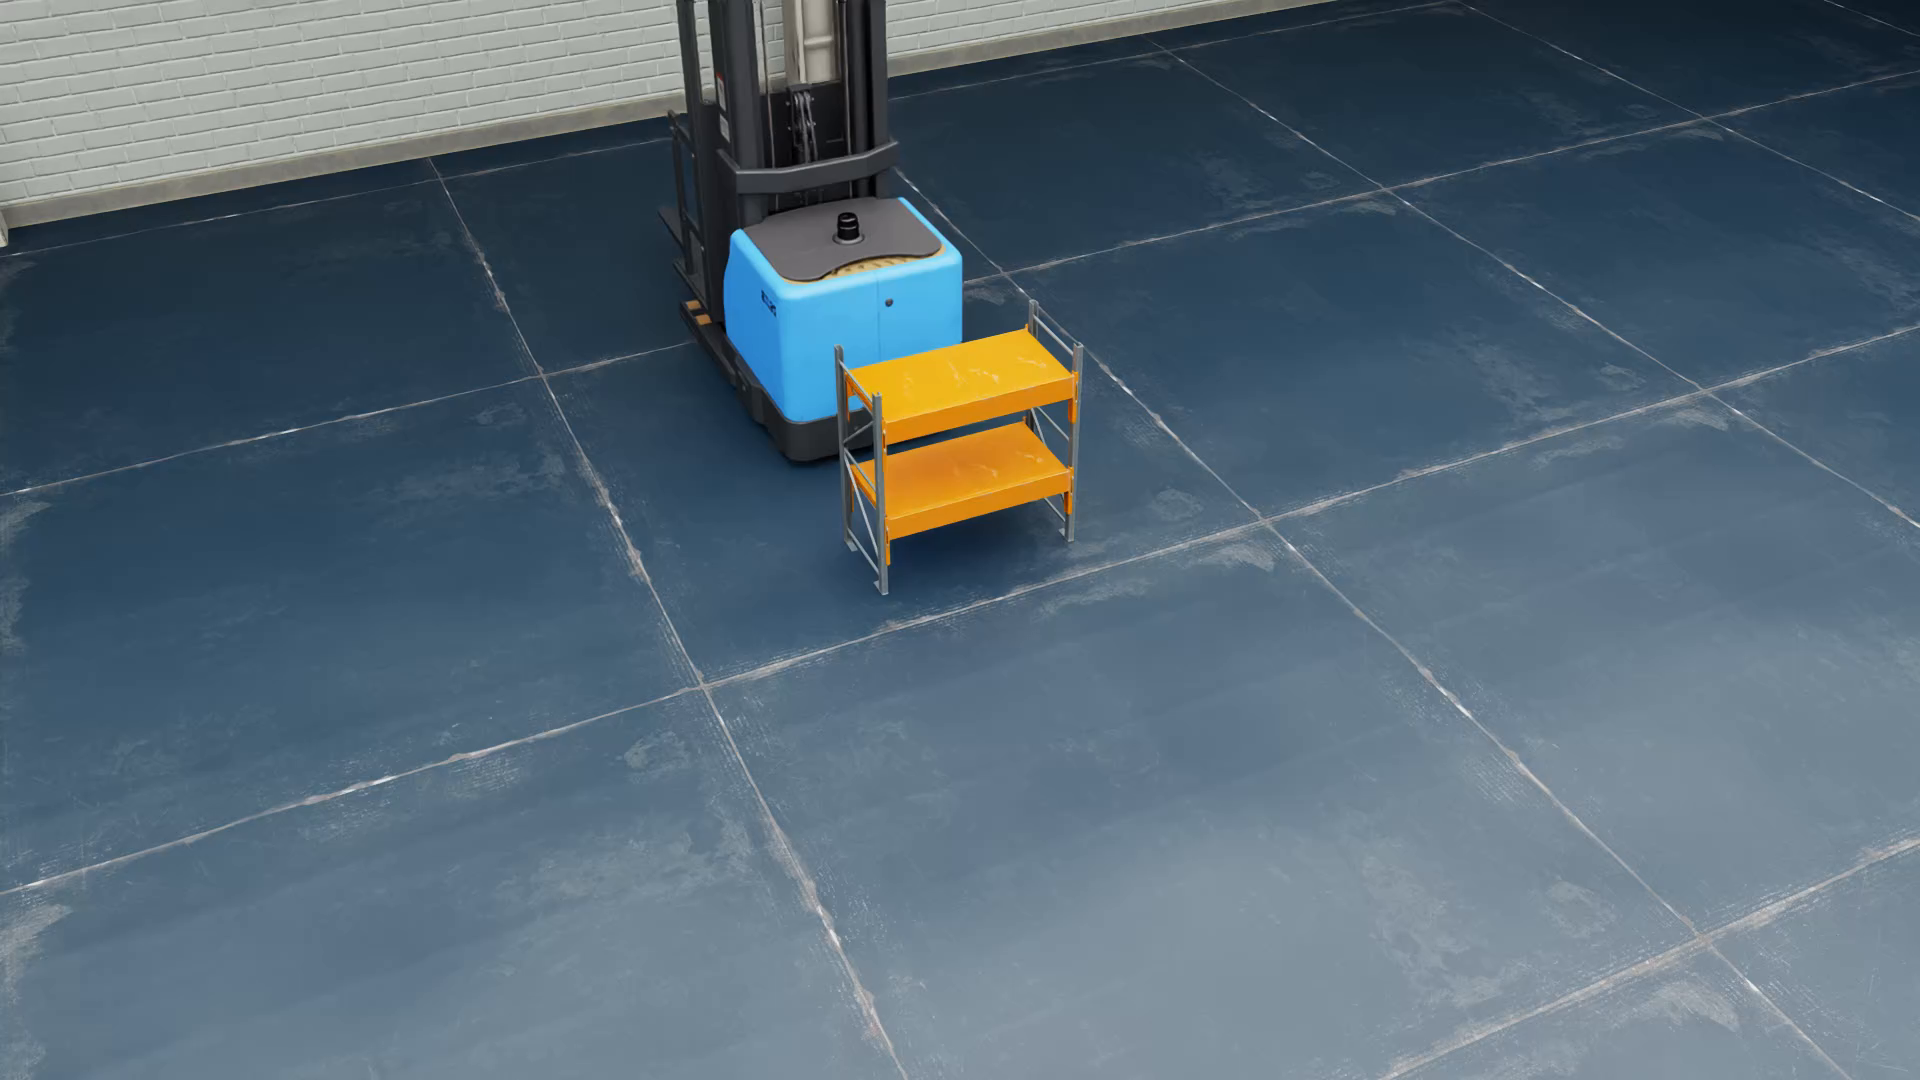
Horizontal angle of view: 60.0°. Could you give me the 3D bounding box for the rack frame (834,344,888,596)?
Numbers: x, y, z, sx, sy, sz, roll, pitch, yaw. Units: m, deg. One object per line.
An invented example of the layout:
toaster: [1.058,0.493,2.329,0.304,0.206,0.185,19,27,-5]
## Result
rack frame: [-0.466,-0.321,7.882,0.032,1.125,0.500,-16,39,-20]

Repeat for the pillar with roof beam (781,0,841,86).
pillar with roof beam: [0.703,-4.797,7.307,0.400,9.000,9.100,-16,39,-20]

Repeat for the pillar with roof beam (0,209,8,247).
pillar with roof beam: [-4.729,-3.279,5.260,0.400,9.000,9.100,-16,39,-20]

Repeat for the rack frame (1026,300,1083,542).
rack frame: [0.454,-0.579,8.229,0.032,1.125,0.500,-16,39,-20]

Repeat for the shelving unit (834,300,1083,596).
shelving unit: [-0.006,-0.450,8.056,1.048,1.125,0.538,-16,39,-20]

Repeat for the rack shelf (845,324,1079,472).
rack shelf: [-0.006,-0.685,7.881,1.000,0.278,0.538,-16,39,-20]

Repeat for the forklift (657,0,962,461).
forklift: [-1.053,-2.466,9.257,1.130,2.935,3.031,-16,39,-20]

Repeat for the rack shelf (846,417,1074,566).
rack shelf: [-0.006,-0.254,8.201,1.000,0.278,0.538,-16,39,-20]
